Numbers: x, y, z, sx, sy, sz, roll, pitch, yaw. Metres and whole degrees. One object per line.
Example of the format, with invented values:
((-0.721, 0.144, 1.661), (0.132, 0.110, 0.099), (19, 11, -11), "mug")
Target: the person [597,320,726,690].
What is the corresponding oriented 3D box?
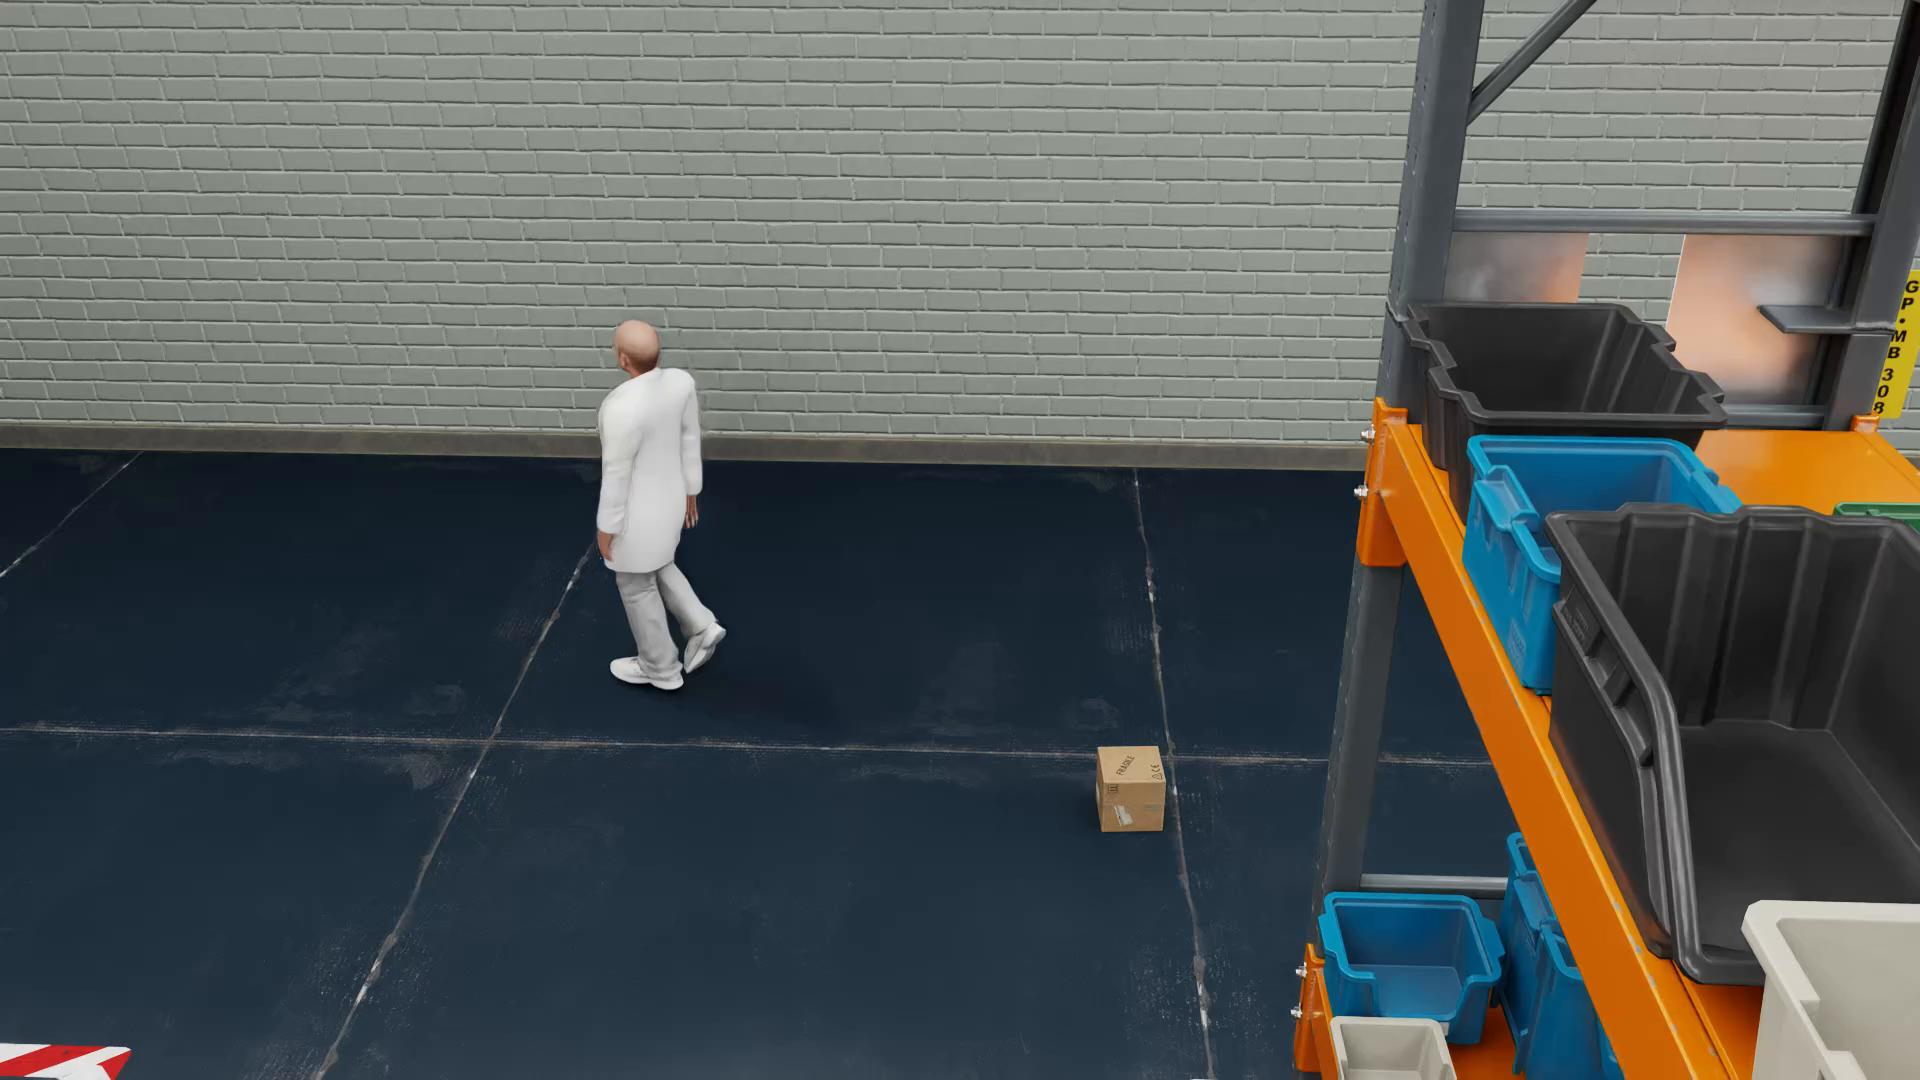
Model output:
((-1.369, -0.135, 7.344), (0.554, 1.775, 0.581), (13, 30, 24), "person")
